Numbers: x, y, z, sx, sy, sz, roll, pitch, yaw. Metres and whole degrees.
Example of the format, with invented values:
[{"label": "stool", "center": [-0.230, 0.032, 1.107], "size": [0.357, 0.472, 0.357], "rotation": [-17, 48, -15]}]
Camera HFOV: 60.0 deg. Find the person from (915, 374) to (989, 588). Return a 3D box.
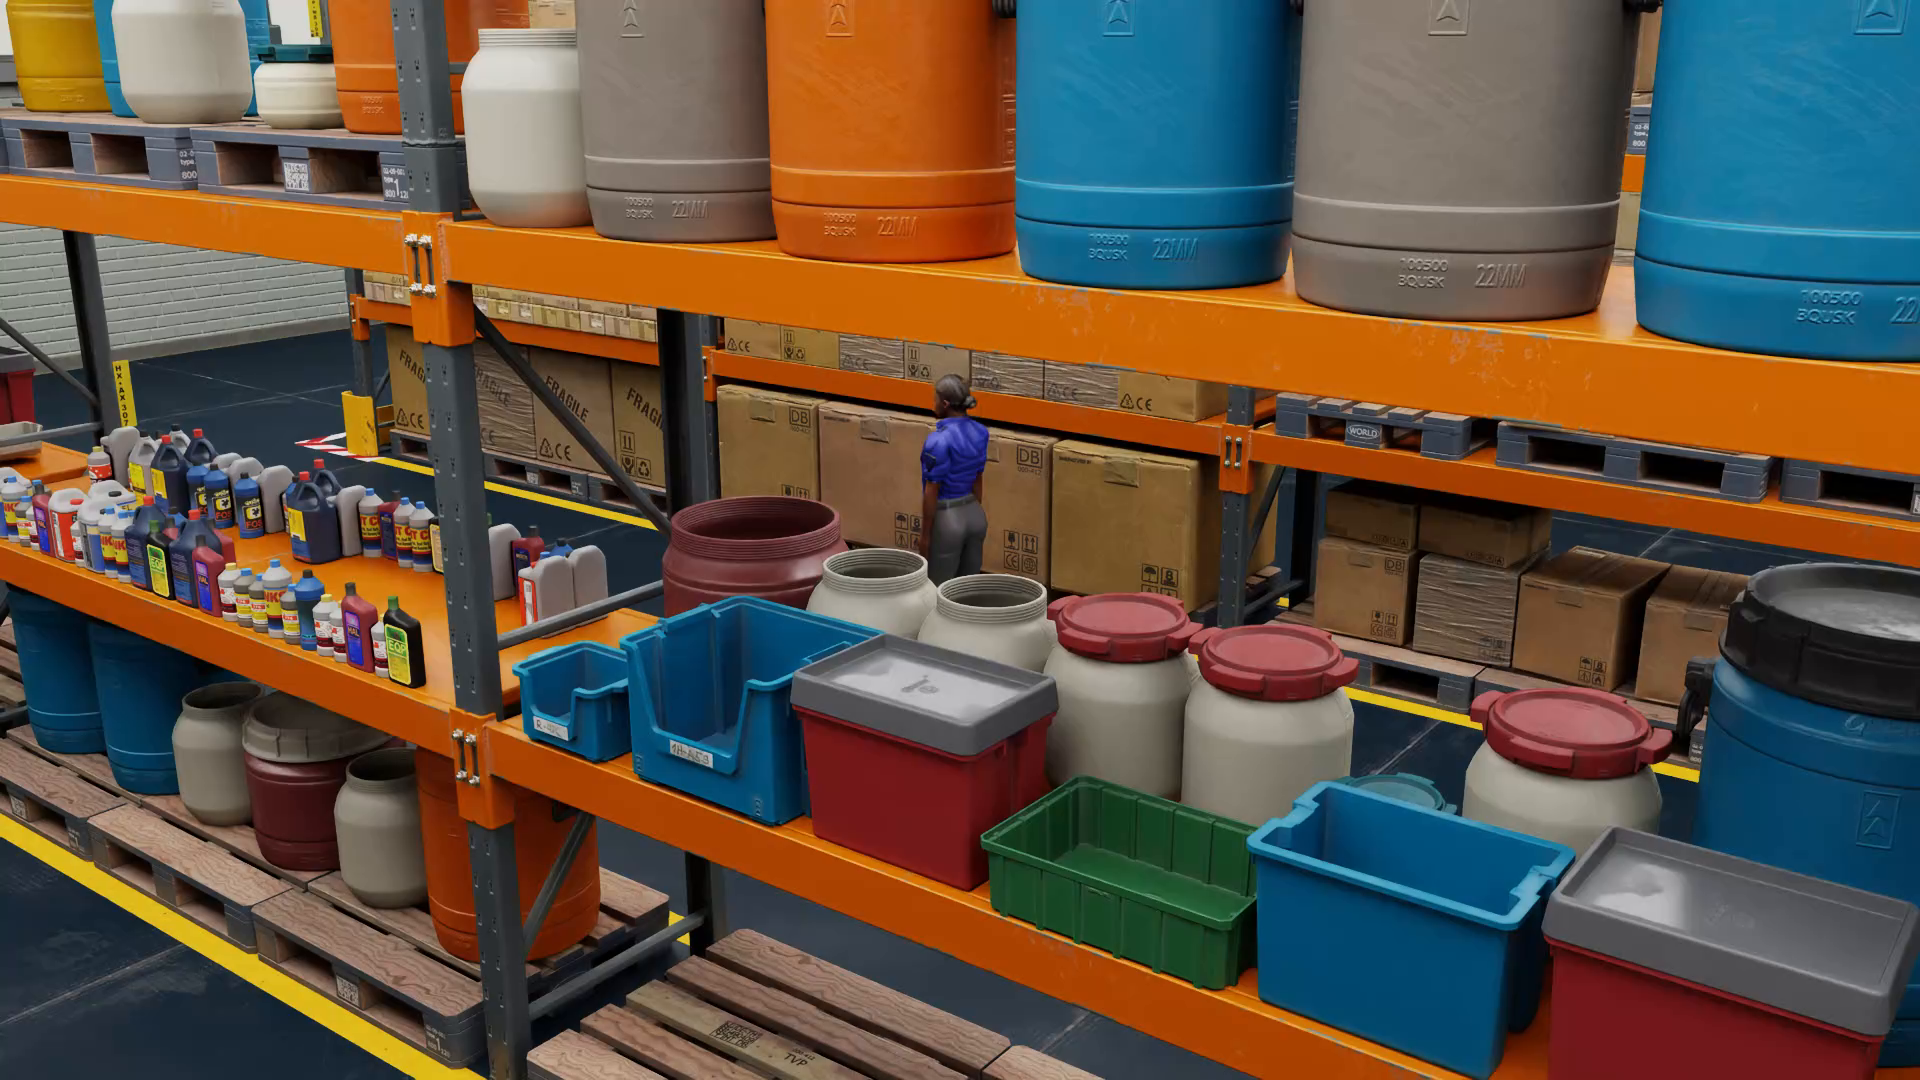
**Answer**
[{"label": "person", "center": [-0.043, -0.059, 8.755], "size": [0.299, 1.656, 0.427], "rotation": [14, 22, 39]}]
